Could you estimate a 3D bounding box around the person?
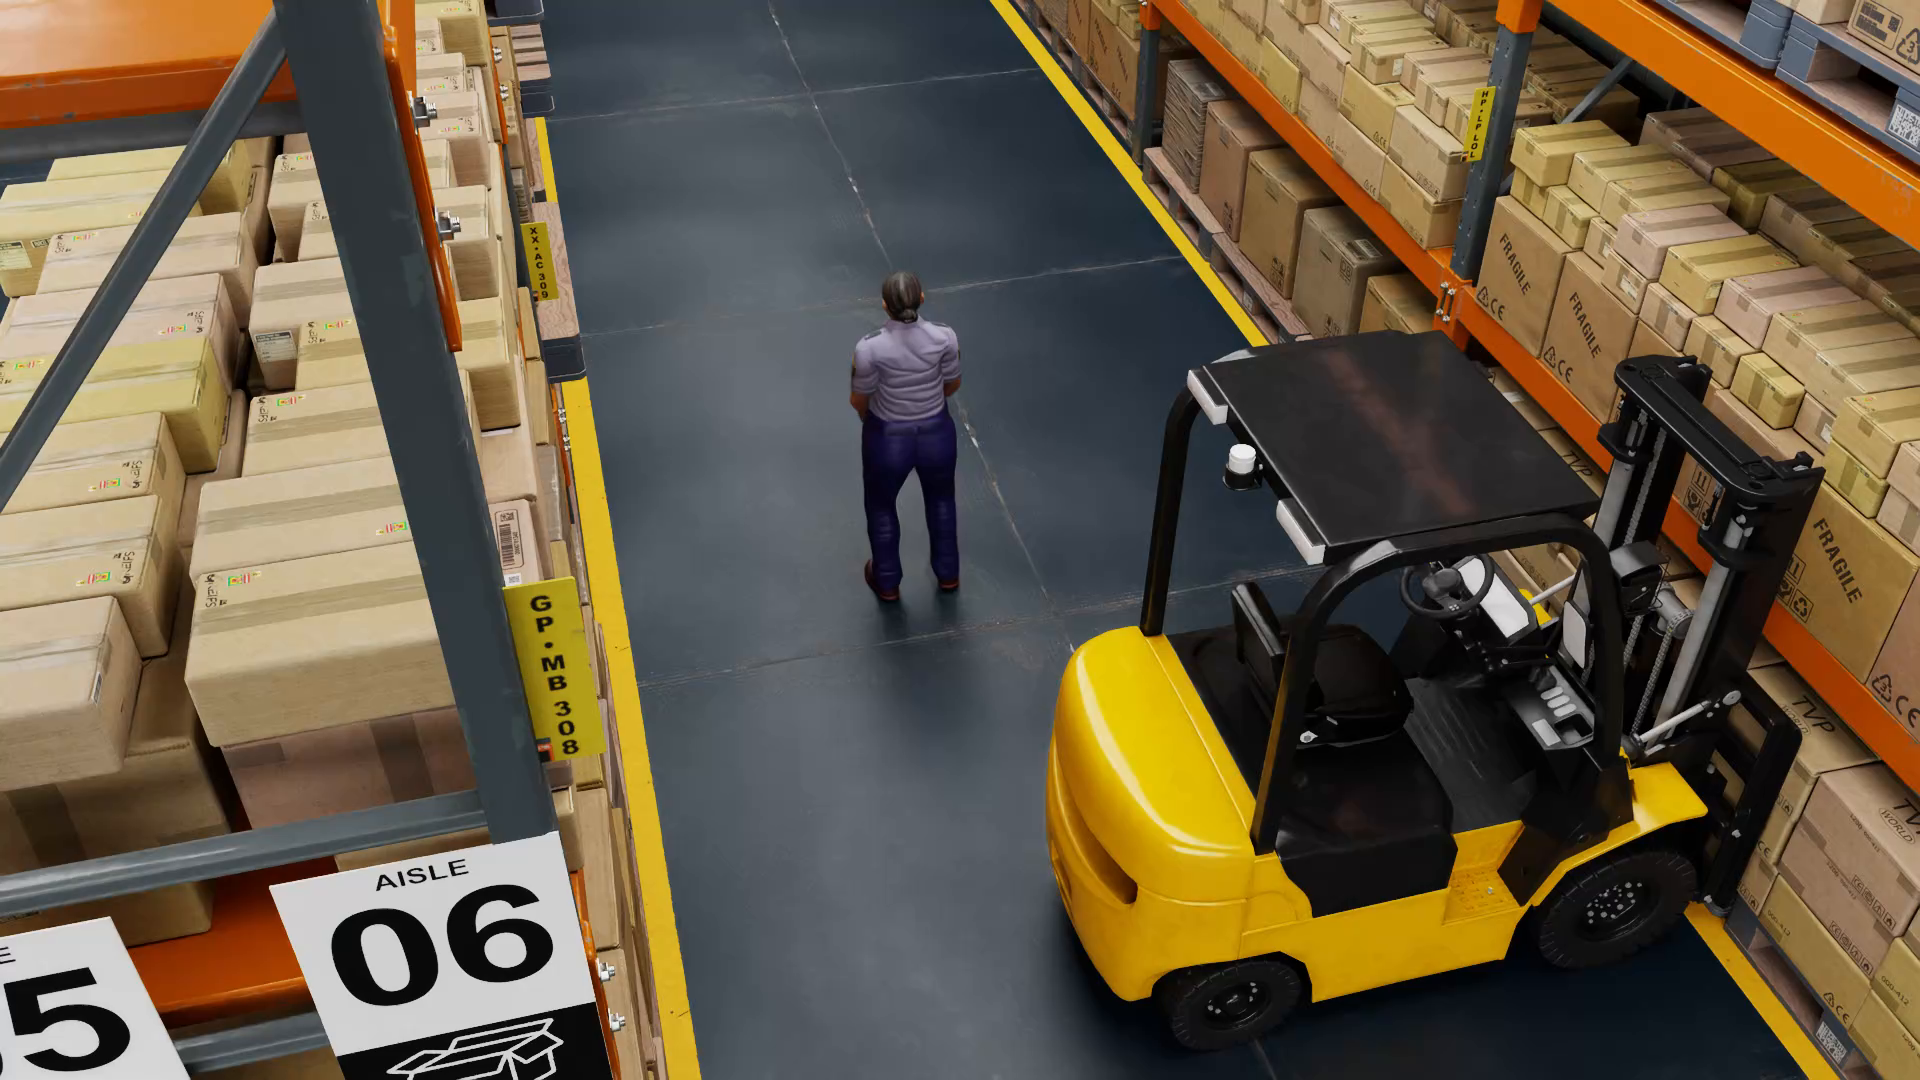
[{"bbox_3d":[-0.240,-0.471,7.312,0.498,1.653,0.450,-10,39,-12],"label":"person"}]
